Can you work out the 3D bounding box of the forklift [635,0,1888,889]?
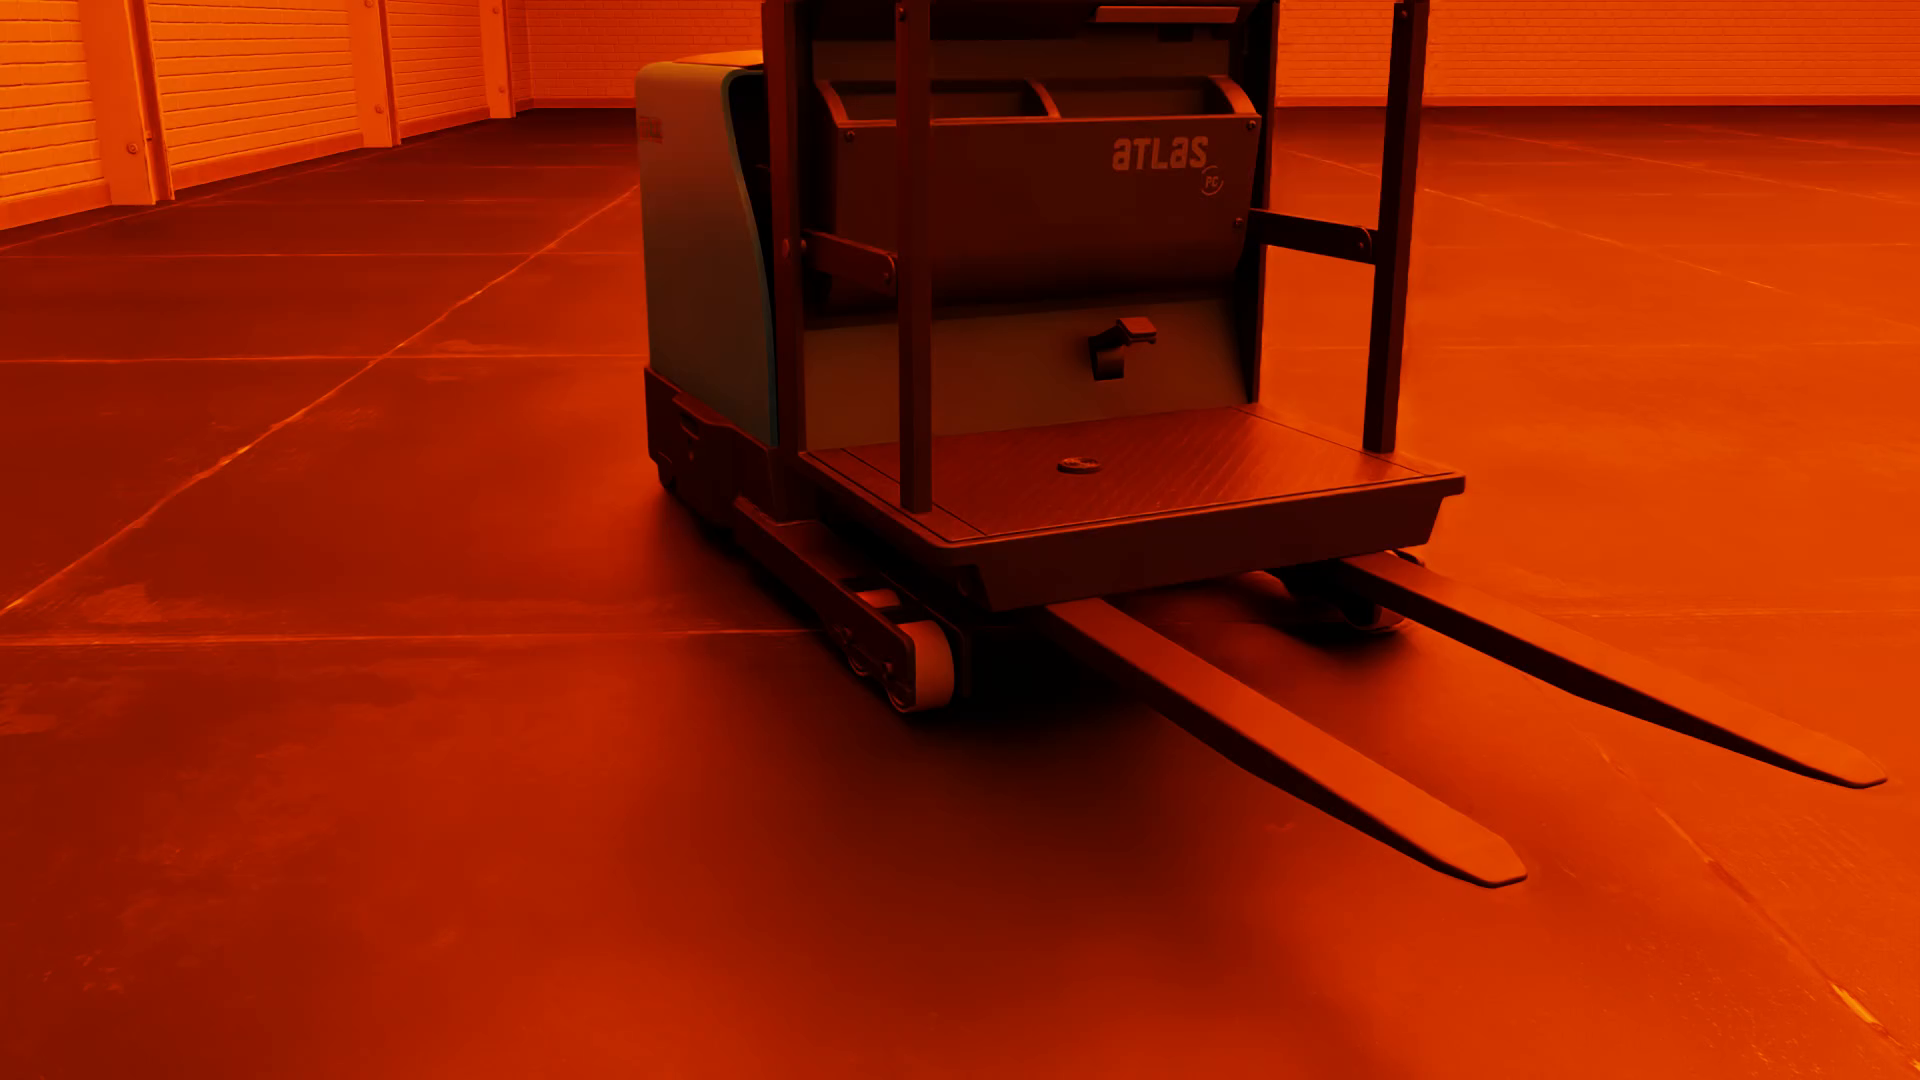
[{"bbox_3d":[0.258,-1.240,2.962,1.130,2.935,3.031,-8,19,-24],"label":"forklift"}]
